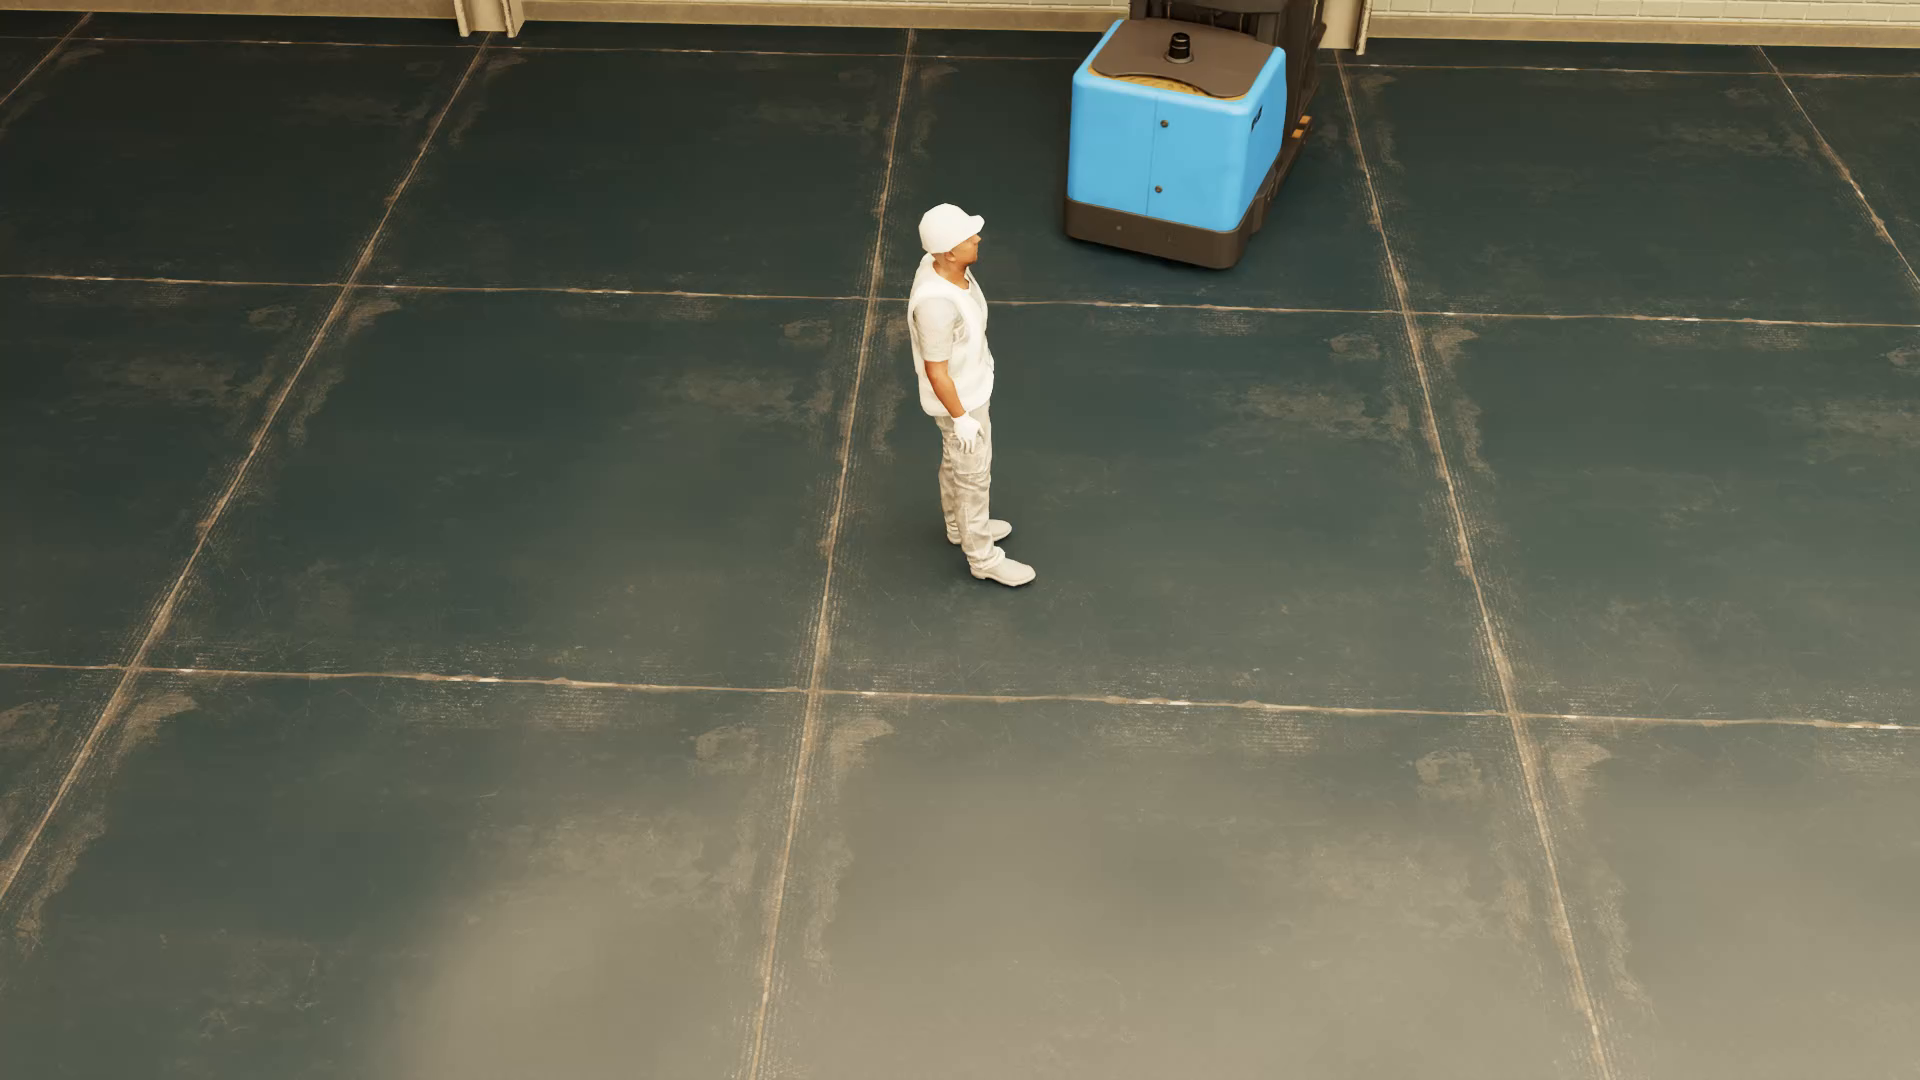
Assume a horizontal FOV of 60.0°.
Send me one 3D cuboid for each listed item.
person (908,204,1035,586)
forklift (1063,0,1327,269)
[{"bbox_3d":[0.072,-0.656,7.302,0.575,1.784,0.656,2,42,2],"label":"person"},{"bbox_3d":[1.640,-3.634,9.723,1.130,2.935,3.031,16,45,16],"label":"forklift"}]
